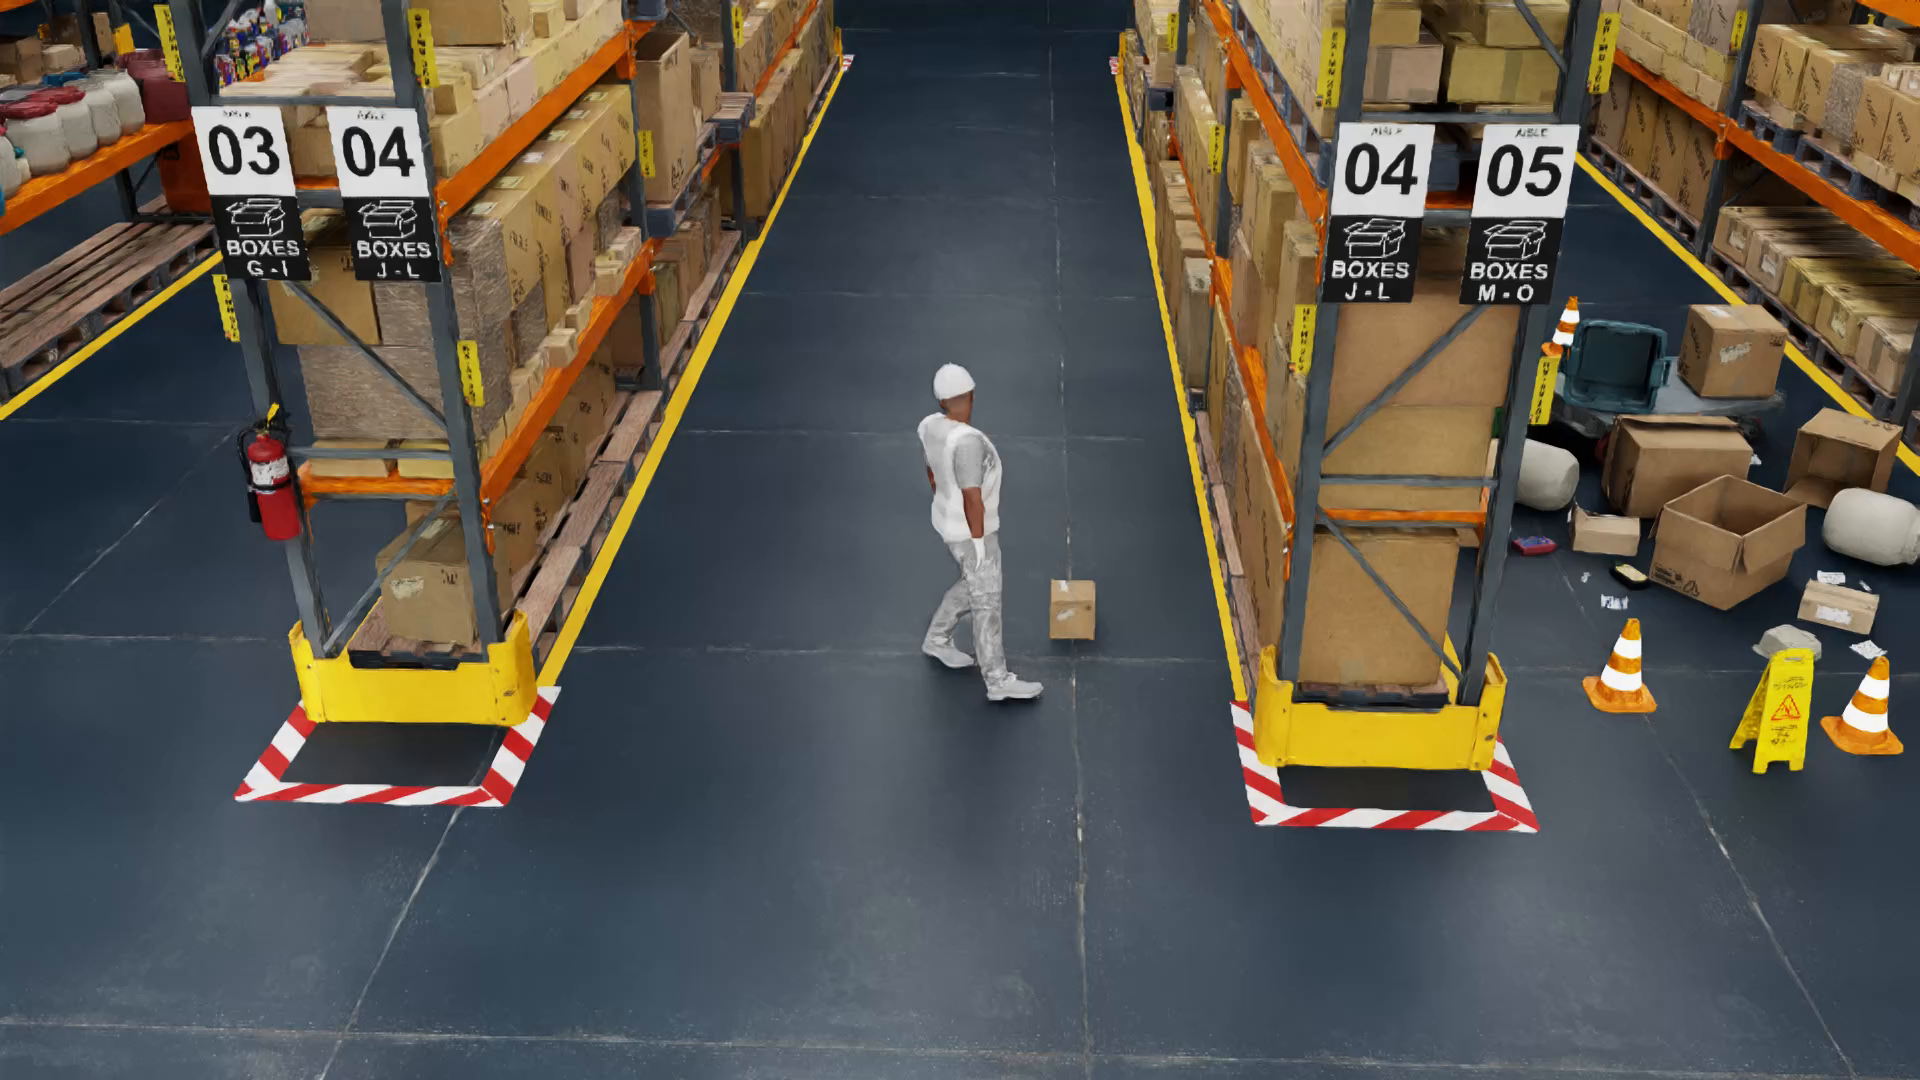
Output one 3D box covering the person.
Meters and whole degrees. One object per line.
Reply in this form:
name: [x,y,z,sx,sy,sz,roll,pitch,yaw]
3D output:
person: [0.107,-0.048,8.706,0.520,1.745,0.740,-8,29,-15]
